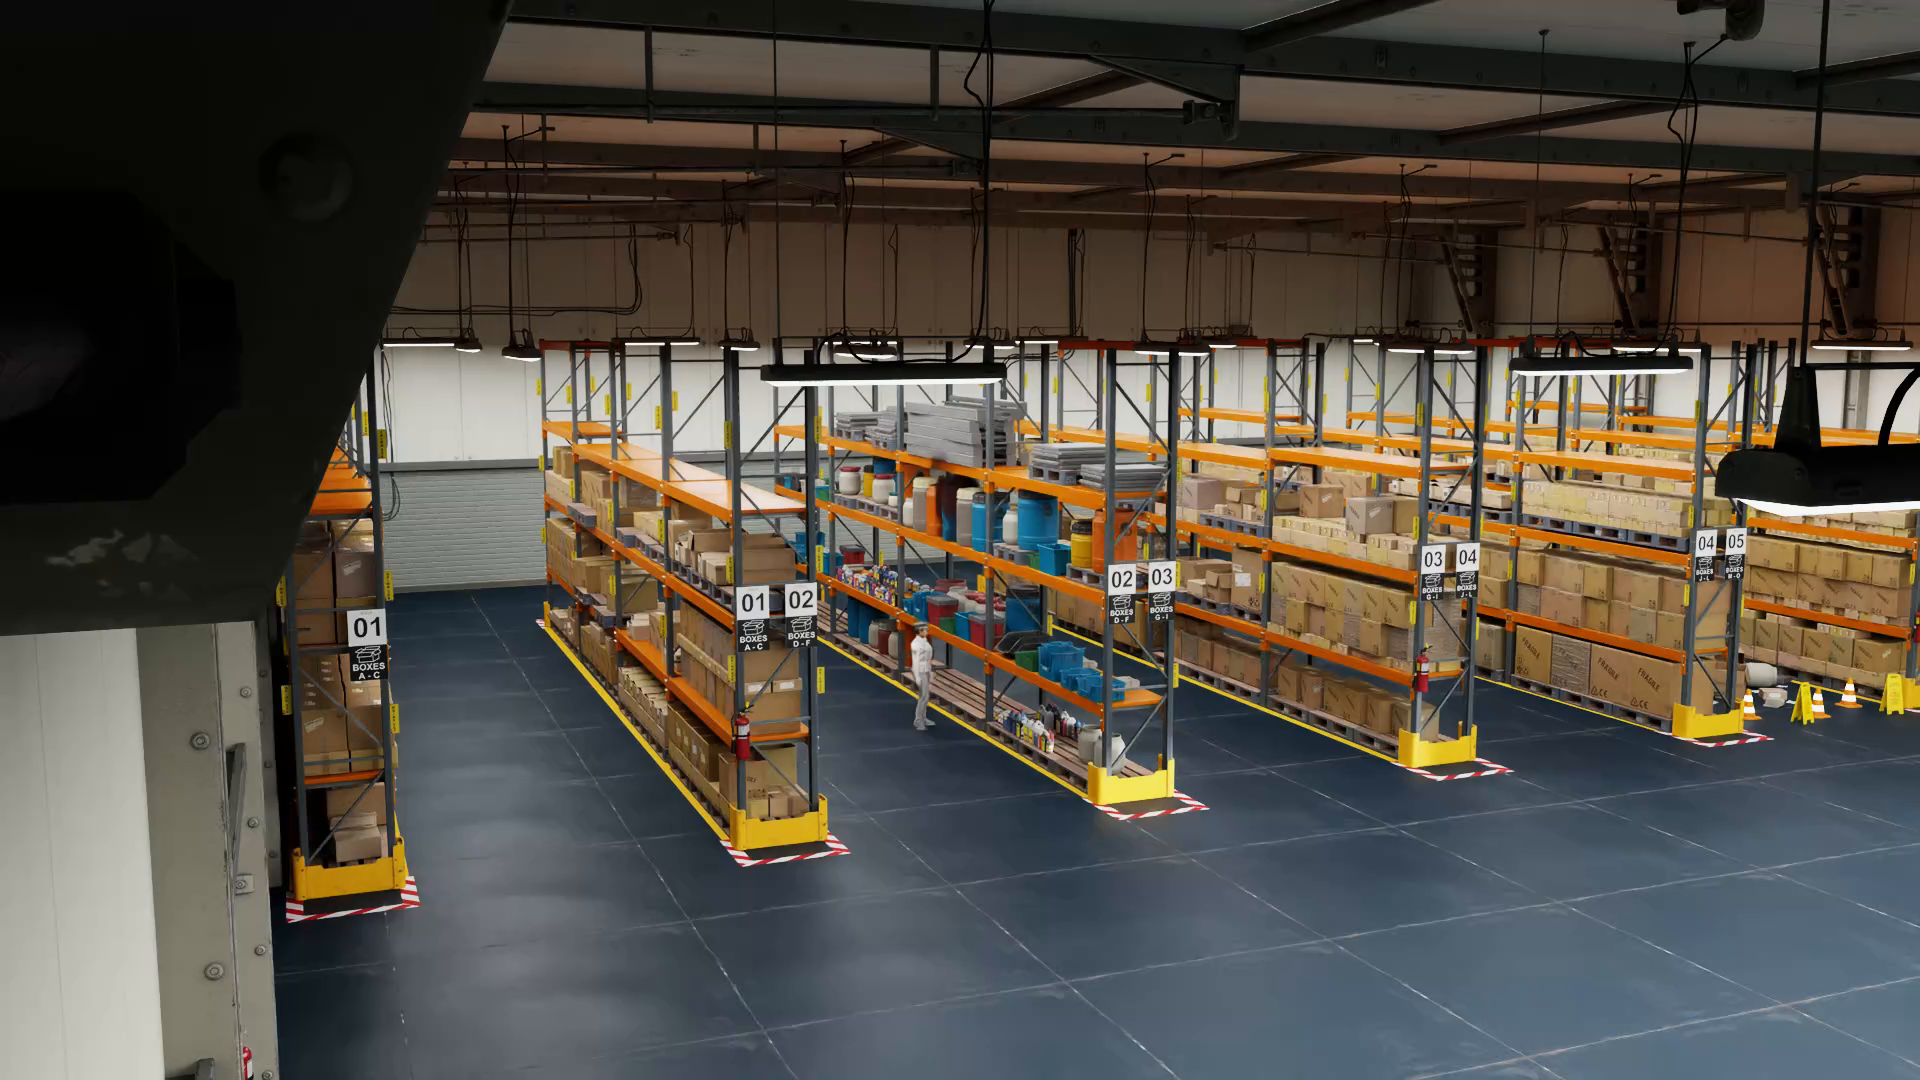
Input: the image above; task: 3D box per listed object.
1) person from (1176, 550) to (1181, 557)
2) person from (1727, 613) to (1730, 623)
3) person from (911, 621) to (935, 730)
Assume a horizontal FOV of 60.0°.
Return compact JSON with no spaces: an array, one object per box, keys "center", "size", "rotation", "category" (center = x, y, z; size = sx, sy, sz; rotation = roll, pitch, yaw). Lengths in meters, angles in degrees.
[{"center":[4.460,1.071,34.244],"size":[0.519,1.740,0.947],"rotation":[-3,8,-23],"category":"person"},{"center":[15.716,1.010,34.125],"size":[0.488,1.762,0.617],"rotation":[2,8,13],"category":"person"},{"center":[-0.585,2.133,26.187],"size":[0.353,1.734,0.539],"rotation":[2,8,14],"category":"person"}]
